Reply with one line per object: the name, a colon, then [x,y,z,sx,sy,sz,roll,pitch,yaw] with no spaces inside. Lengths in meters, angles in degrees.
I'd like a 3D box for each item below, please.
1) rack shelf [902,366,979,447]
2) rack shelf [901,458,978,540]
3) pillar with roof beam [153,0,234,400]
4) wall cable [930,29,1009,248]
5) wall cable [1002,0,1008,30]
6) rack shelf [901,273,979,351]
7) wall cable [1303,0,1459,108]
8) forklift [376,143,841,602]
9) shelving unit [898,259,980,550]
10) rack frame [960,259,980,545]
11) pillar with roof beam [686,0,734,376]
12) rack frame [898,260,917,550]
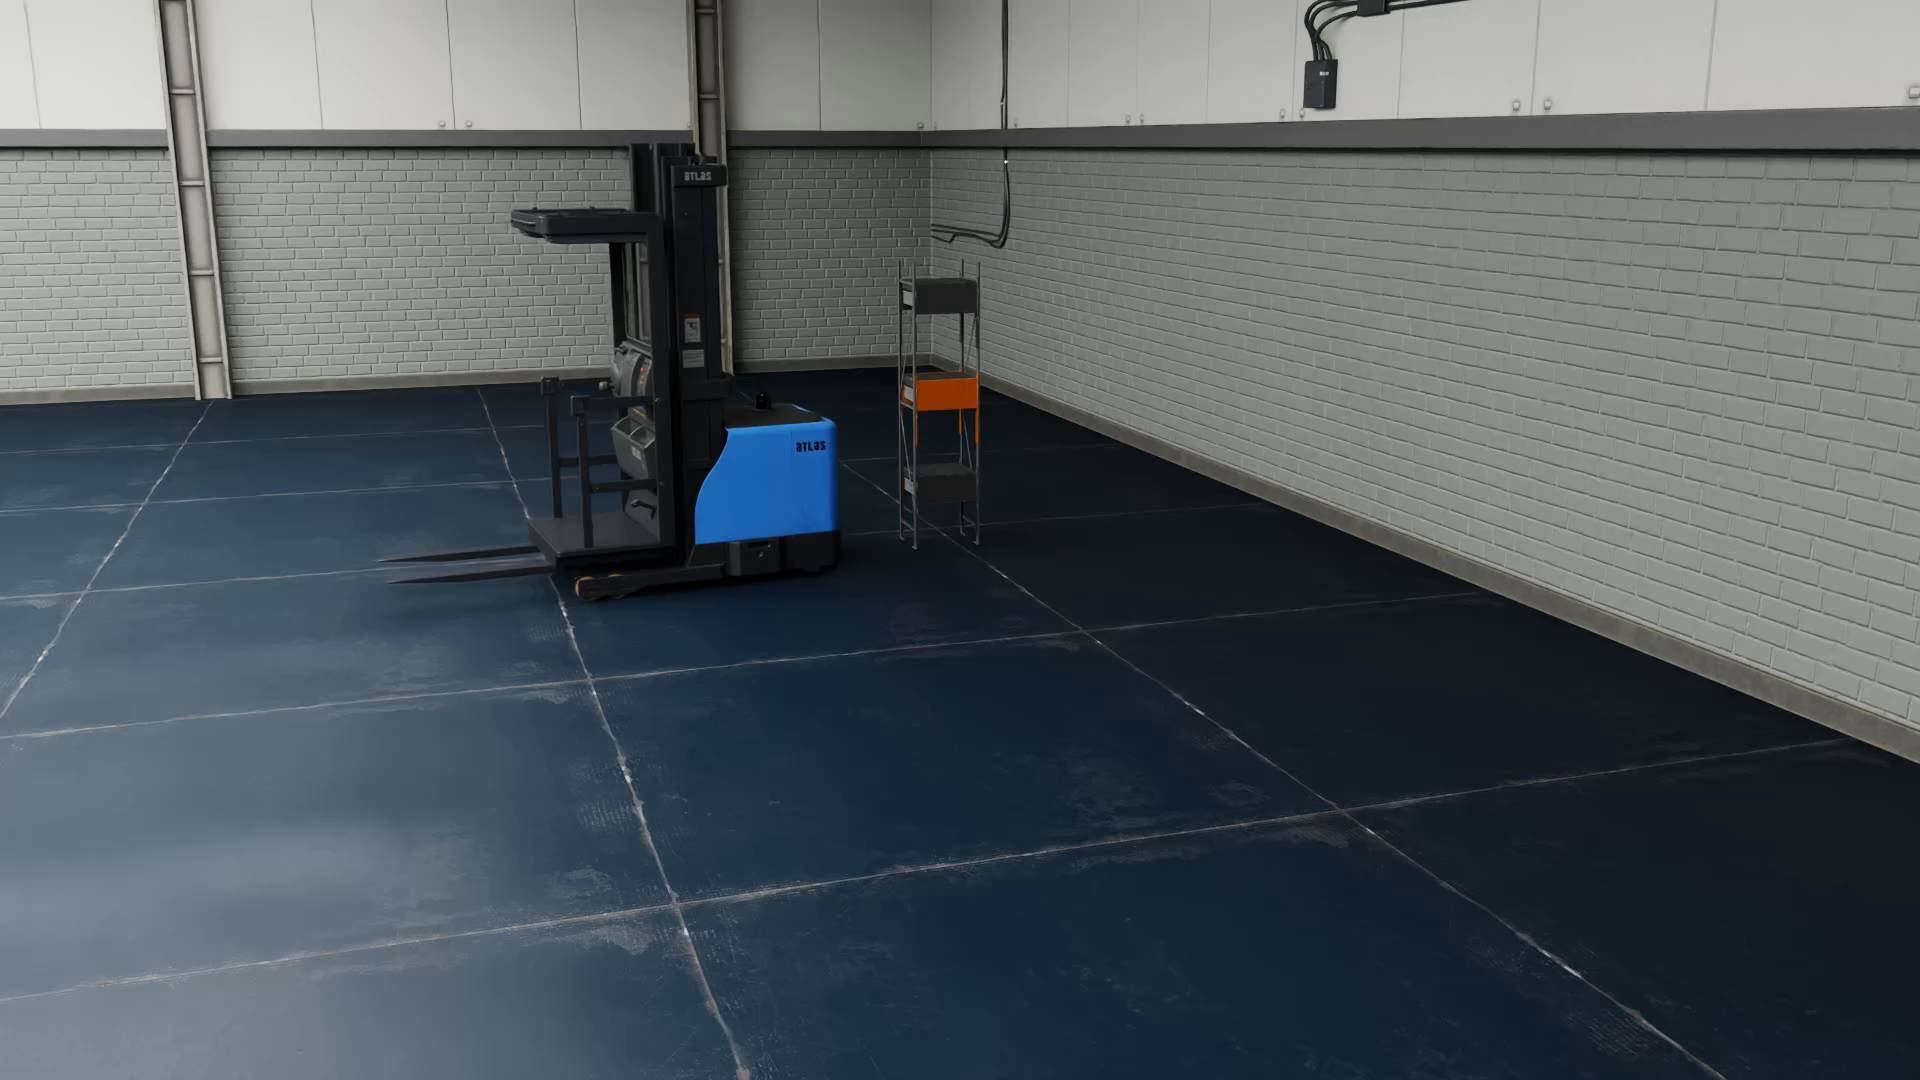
rack shelf: [-0.157,-0.996,12.352,0.480,0.518,0.431,-4,14,-18]
rack shelf: [-0.157,-0.315,12.514,0.480,0.518,0.431,-4,14,-18]
pillar with roof beam: [-7.483,-5.129,14.761,0.400,9.000,9.100,-4,14,-18]
wall cable: [0.045,-4.933,20.646,0.112,2.526,3.097,-4,14,-18]
wall cable: [0.908,-6.797,17.567,0.112,2.526,3.097,-4,14,-18]
rack shelf: [-0.157,-1.677,12.190,0.480,0.518,0.431,-4,14,-18]
wall cable: [3.058,-6.015,11.135,0.169,6.003,2.305,-4,14,-18]
forklift: [-2.397,-1.157,11.174,3.031,2.935,1.130,-6,15,-24]
shelving unit: [-0.157,-1.009,12.348,0.503,2.100,0.431,-4,14,-18]
rack frame: [0.074,-1.027,12.424,0.015,2.100,0.400,-4,14,-18]
pillar with roof beam: [-1.796,-5.572,16.622,0.400,9.000,9.100,-4,14,-18]
rack frame: [-0.388,-0.991,12.273,0.015,2.100,0.400,-4,14,-18]
